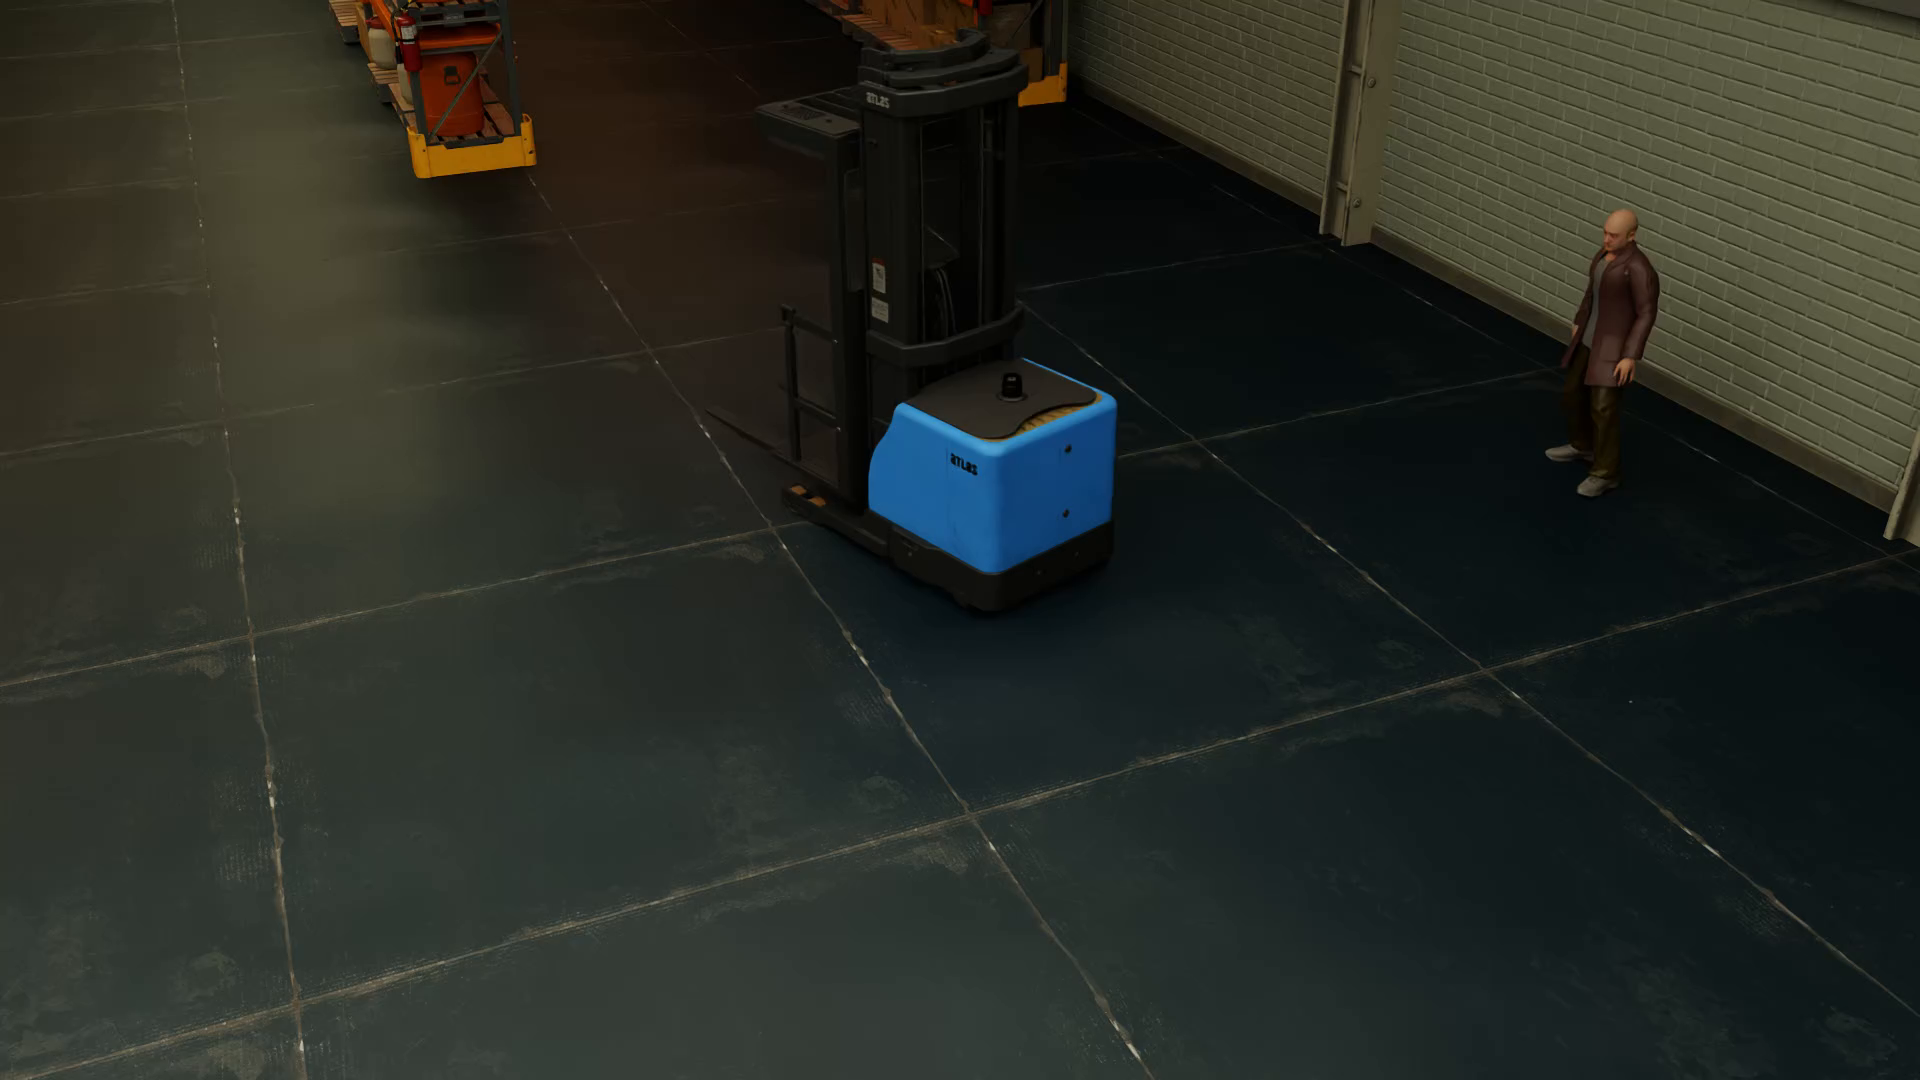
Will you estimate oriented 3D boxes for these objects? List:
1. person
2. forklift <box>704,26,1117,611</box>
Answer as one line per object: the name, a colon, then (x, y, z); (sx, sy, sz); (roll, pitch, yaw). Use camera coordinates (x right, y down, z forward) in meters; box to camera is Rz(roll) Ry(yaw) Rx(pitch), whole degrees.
person: (4.050, -1.236, 10.473); (0.436, 1.751, 0.838); (-6, 30, -10)
forklift: (-0.461, -1.523, 9.783); (1.130, 2.935, 3.031); (-24, 38, -36)
